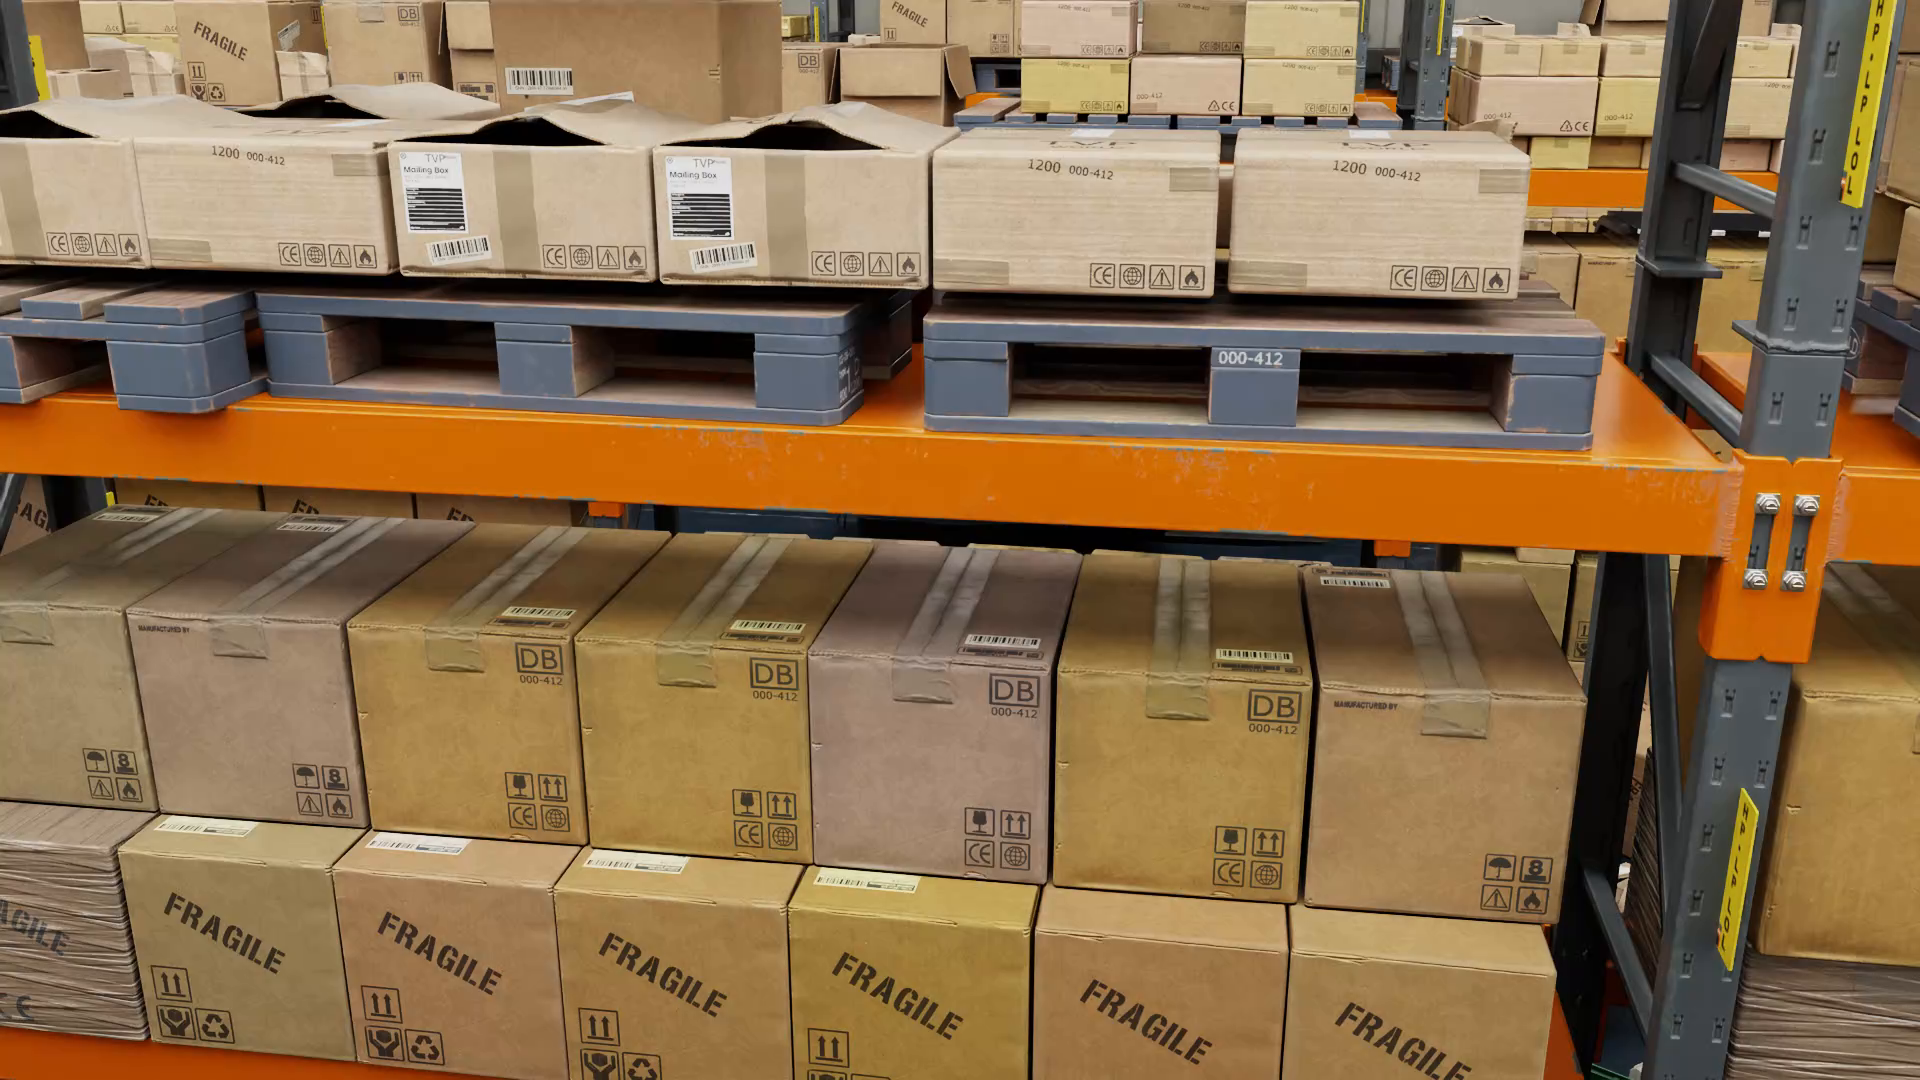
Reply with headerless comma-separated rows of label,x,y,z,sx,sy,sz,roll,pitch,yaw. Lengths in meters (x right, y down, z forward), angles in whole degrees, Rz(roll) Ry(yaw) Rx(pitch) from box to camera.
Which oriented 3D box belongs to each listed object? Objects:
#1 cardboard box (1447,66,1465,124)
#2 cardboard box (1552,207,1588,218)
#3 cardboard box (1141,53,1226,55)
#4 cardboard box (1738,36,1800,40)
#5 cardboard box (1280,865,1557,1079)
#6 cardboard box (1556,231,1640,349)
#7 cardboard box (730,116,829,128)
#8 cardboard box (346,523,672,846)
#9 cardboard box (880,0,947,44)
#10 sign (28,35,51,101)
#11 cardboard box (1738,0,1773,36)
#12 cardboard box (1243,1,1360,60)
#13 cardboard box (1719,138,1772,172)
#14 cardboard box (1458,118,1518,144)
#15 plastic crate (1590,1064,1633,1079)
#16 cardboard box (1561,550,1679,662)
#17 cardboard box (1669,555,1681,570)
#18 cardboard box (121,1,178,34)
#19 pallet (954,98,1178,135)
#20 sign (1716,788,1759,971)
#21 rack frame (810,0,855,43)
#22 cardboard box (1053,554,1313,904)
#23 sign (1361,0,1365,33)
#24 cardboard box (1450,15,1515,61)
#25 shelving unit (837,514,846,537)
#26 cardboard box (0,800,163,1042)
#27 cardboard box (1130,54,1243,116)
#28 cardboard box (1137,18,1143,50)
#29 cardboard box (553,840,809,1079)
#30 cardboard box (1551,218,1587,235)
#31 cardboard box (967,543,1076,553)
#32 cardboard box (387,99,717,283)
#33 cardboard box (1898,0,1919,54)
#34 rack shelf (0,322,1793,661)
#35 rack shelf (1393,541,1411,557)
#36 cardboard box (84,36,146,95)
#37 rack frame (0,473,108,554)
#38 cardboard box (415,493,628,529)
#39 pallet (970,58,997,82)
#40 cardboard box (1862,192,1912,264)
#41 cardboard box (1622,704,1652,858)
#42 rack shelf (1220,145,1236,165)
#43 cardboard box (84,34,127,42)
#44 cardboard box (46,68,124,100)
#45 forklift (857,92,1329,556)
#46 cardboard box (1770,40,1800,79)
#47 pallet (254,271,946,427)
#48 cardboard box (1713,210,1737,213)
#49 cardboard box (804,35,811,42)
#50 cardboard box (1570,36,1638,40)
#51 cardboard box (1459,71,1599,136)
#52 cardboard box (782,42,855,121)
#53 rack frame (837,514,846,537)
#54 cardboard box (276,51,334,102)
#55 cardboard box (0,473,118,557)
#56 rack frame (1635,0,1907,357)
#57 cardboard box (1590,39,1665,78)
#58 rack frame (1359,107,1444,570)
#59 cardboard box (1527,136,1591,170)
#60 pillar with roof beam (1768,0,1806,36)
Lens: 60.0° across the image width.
cardboard box,2.655,-2.151,8.045,0.500,0.250,0.500,3,19,8
cardboard box,4.511,-2.499,12.396,0.250,0.149,0.380,3,19,8
cardboard box,1.161,-2.327,8.379,0.500,0.250,0.500,3,19,8
cardboard box,3.814,-2.286,7.821,0.250,0.149,0.380,3,19,9
cardboard box,0.932,0.969,3.521,0.500,0.500,0.500,3,19,8
cardboard box,3.076,-1.137,7.771,0.500,0.500,0.700,3,19,9
cardboard box,-0.324,-0.807,3.652,0.258,0.266,0.396,3,19,9
cardboard box,-1.012,0.312,3.909,0.500,0.500,0.700,3,19,8
cardboard box,-0.314,-3.957,12.697,0.500,0.500,0.500,3,19,9
sign,-2.364,-1.121,4.258,0.005,0.325,0.100,3,19,9
cardboard box,5.437,-3.696,11.917,0.500,0.500,0.700,3,19,9
cardboard box,1.583,-2.373,7.729,0.500,0.250,0.500,3,19,10
cardboard box,3.459,-1.757,7.495,0.250,0.149,0.380,2,19,7
cardboard box,0.933,-0.755,3.496,0.396,0.266,0.258,3,19,8
plastic crate,1.869,1.864,5.346,0.662,0.188,0.450,14,33,37
cardboard box,3.245,0.290,8.198,0.500,0.500,0.500,4,19,11
cardboard box,3.336,0.010,8.014,0.250,0.149,0.380,4,19,11
cardboard box,-6.478,-4.285,13.634,0.500,0.250,0.500,3,19,10
pallet,0.558,-2.046,8.258,1.003,0.211,1.213,3,19,9
sign,1.413,0.618,3.028,0.005,0.325,0.100,3,19,9
rack frame,-0.991,-5.198,12.657,0.127,3.000,1.000,3,19,9
cardboard box,0.490,0.389,3.679,0.500,0.500,0.700,3,19,8
sign,2.882,-3.798,11.890,0.005,0.325,0.100,3,19,9
cardboard box,3.741,-3.660,12.109,0.500,0.311,0.500,3,19,10
shelving unit,-0.711,-0.458,11.255,0.210,0.900,0.258,3,19,7
cardboard box,-2.059,0.818,3.974,0.500,0.500,0.500,3,19,9
cardboard box,1.077,-2.158,7.873,0.500,0.250,0.500,3,19,9
cardboard box,1.448,-3.777,12.459,0.500,0.311,0.500,2,19,7
cardboard box,-0.567,0.894,3.747,0.500,0.500,0.500,3,19,8
cardboard box,4.491,-2.335,12.375,0.250,0.149,0.380,2,19,7
cardboard box,0.260,0.355,8.994,0.625,0.372,0.950,4,19,10
cardboard box,-0.778,-0.712,3.299,0.500,0.311,0.500,3,19,8
cardboard box,1.901,-1.050,3.307,0.250,0.149,0.380,3,19,8
rack shelf,-0.485,-0.223,3.648,4.000,0.370,1.077,3,19,9
rack shelf,4.150,-0.155,8.172,4.000,0.370,1.077,3,19,9
cardboard box,-4.820,-2.600,9.098,0.500,0.311,0.500,3,19,9
rack frame,-2.460,0.758,4.311,0.127,3.000,1.000,3,19,9
cardboard box,-2.443,-0.050,9.413,0.875,0.875,0.875,3,19,8
pallet,-0.306,-3.680,13.144,1.003,0.211,1.213,4,19,11
cardboard box,1.900,-0.672,3.435,0.250,0.149,0.380,3,19,8
cardboard box,3.017,1.068,7.320,0.500,0.500,0.500,-15,24,-38
rack shelf,0.200,-1.779,8.298,4.000,0.370,1.077,3,19,9
cardboard box,-6.972,-4.073,13.788,0.500,0.250,0.500,3,19,8
cardboard box,-4.530,-2.337,8.539,0.250,0.166,0.380,2,19,5
forklift,0.890,-1.335,10.675,3.031,2.935,1.130,3,19,7
cardboard box,3.729,-2.112,7.299,0.250,0.149,0.380,3,19,8
pallet,-0.711,-0.504,3.652,1.213,0.211,1.003,4,19,11
cardboard box,5.501,-2.420,12.160,0.250,0.149,0.380,3,19,10
cardboard box,-1.313,-3.987,13.372,0.250,0.149,0.380,3,19,9
cardboard box,3.034,-2.300,7.863,0.250,0.149,0.380,3,19,10
cardboard box,2.566,-1.981,7.537,0.500,0.250,0.500,3,19,7
cardboard box,-0.840,-2.217,8.317,0.500,0.500,0.700,3,19,9
rack frame,-0.812,-0.463,11.268,0.006,0.900,0.240,3,19,7
cardboard box,-3.190,-2.316,8.319,0.258,0.266,0.396,2,19,7
cardboard box,-5.099,-0.185,9.814,0.875,0.875,0.875,4,19,10
rack frame,1.490,-1.886,2.757,0.127,3.000,1.000,3,19,9
cardboard box,2.955,-2.140,7.383,0.250,0.149,0.380,2,19,7
rack frame,2.175,-0.597,8.359,0.127,3.000,1.000,3,19,9
cardboard box,2.693,-1.776,7.552,0.250,0.149,0.380,3,19,9
pillar with roof beam,5.681,-3.764,8.371,0.400,9.000,9.100,3,19,9
